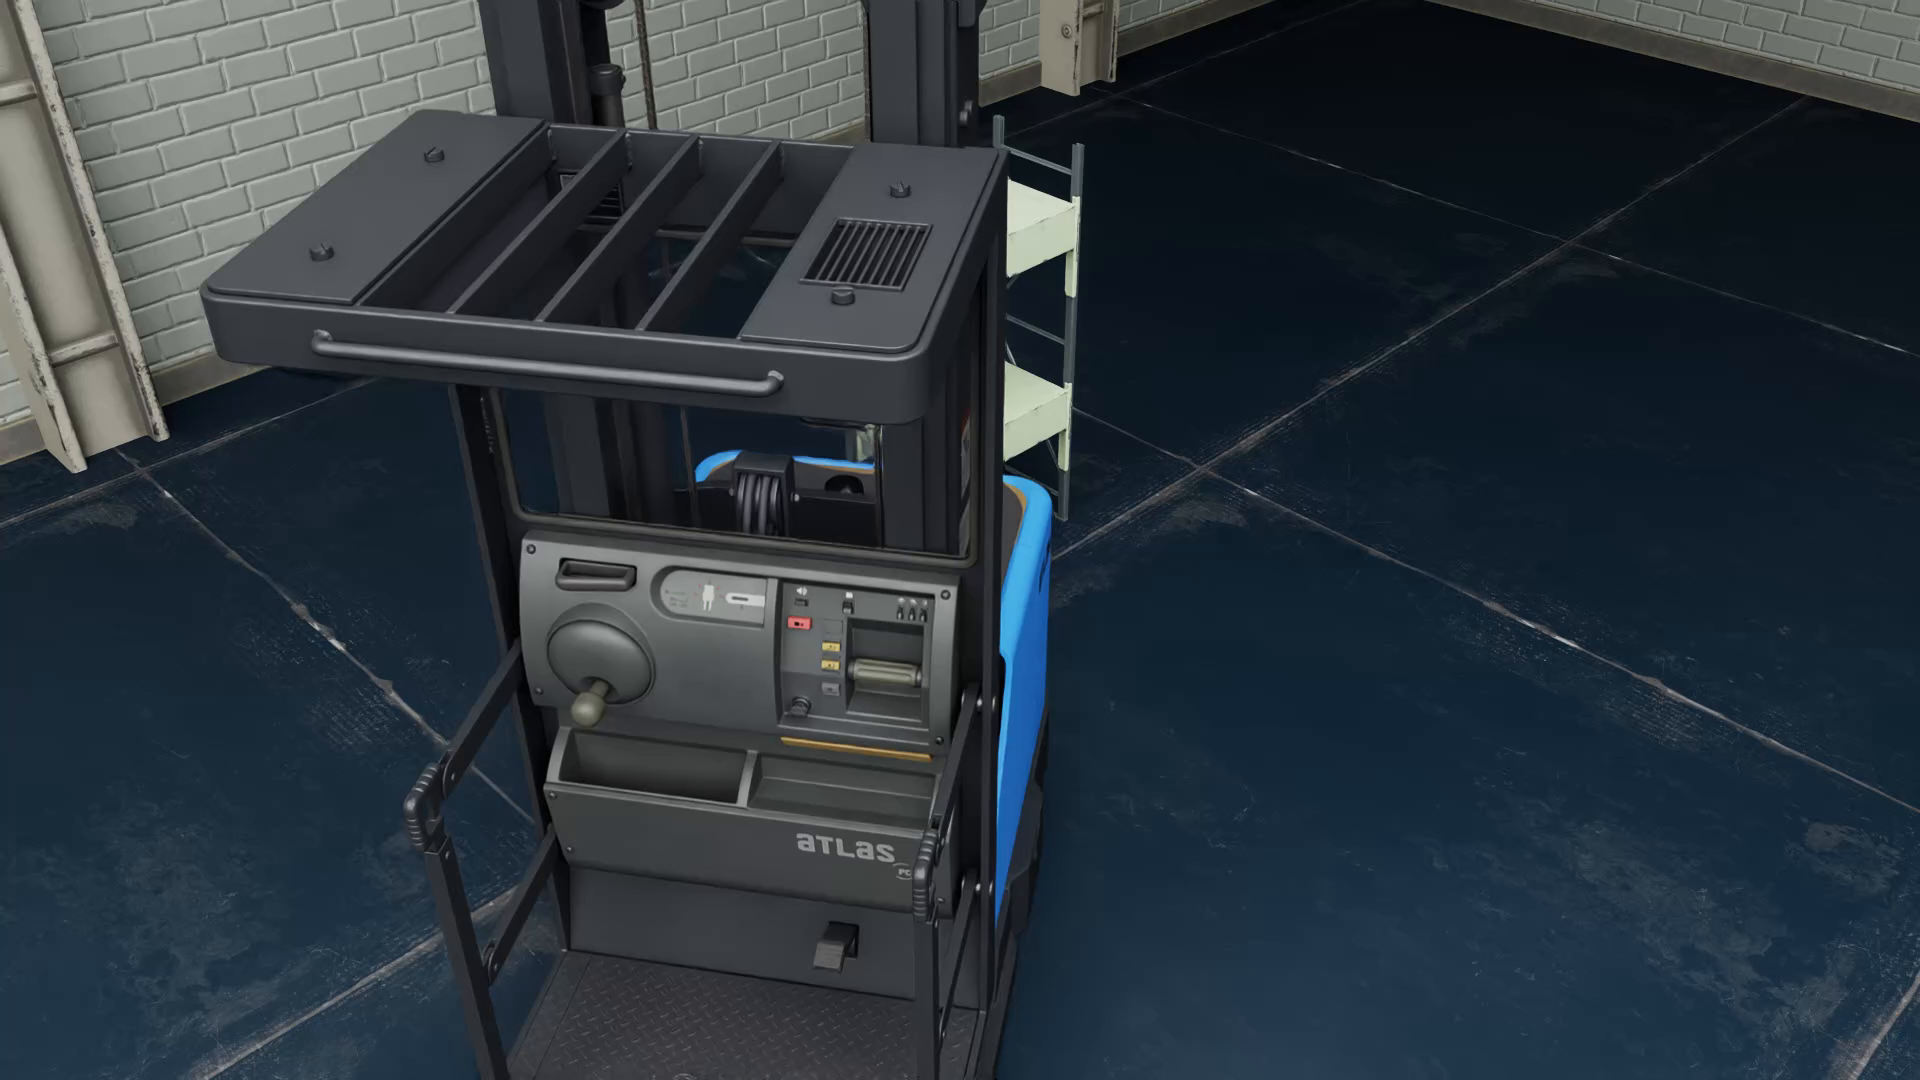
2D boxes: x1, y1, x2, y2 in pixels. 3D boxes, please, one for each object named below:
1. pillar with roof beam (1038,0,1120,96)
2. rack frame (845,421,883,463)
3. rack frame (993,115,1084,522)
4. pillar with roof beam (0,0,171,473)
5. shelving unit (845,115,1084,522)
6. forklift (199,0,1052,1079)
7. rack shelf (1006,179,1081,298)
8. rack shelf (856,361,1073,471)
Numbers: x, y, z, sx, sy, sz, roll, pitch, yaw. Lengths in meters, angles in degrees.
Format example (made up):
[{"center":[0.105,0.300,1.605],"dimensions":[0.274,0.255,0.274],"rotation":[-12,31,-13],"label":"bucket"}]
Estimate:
[{"center":[3.780,-4.798,5.263],"dimensions":[9.100,9.000,0.400],"rotation":[30,45,35],"label":"pillar with roof beam"},{"center":[-0.253,-0.469,5.612],"dimensions":[0.400,1.500,0.023],"rotation":[30,45,35],"label":"rack frame"},{"center":[0.263,-0.766,6.038],"dimensions":[0.400,1.500,0.023],"rotation":[30,45,35],"label":"rack frame"},{"center":[-0.447,-2.362,1.770],"dimensions":[9.100,9.000,0.400],"rotation":[30,45,35],"label":"pillar with roof beam"},{"center":[0.005,-0.618,5.825],"dimensions":[0.431,1.500,0.755],"rotation":[30,45,35],"label":"shelving unit"},{"center":[-0.503,0.284,3.280],"dimensions":[1.130,2.935,3.031],"rotation":[6,35,9],"label":"forklift"},{"center":[0.005,-0.938,5.602],"dimensions":[0.431,0.370,0.720],"rotation":[30,45,35],"label":"rack shelf"},{"center":[0.005,-0.350,6.011],"dimensions":[0.431,0.370,0.720],"rotation":[30,45,35],"label":"rack shelf"}]
